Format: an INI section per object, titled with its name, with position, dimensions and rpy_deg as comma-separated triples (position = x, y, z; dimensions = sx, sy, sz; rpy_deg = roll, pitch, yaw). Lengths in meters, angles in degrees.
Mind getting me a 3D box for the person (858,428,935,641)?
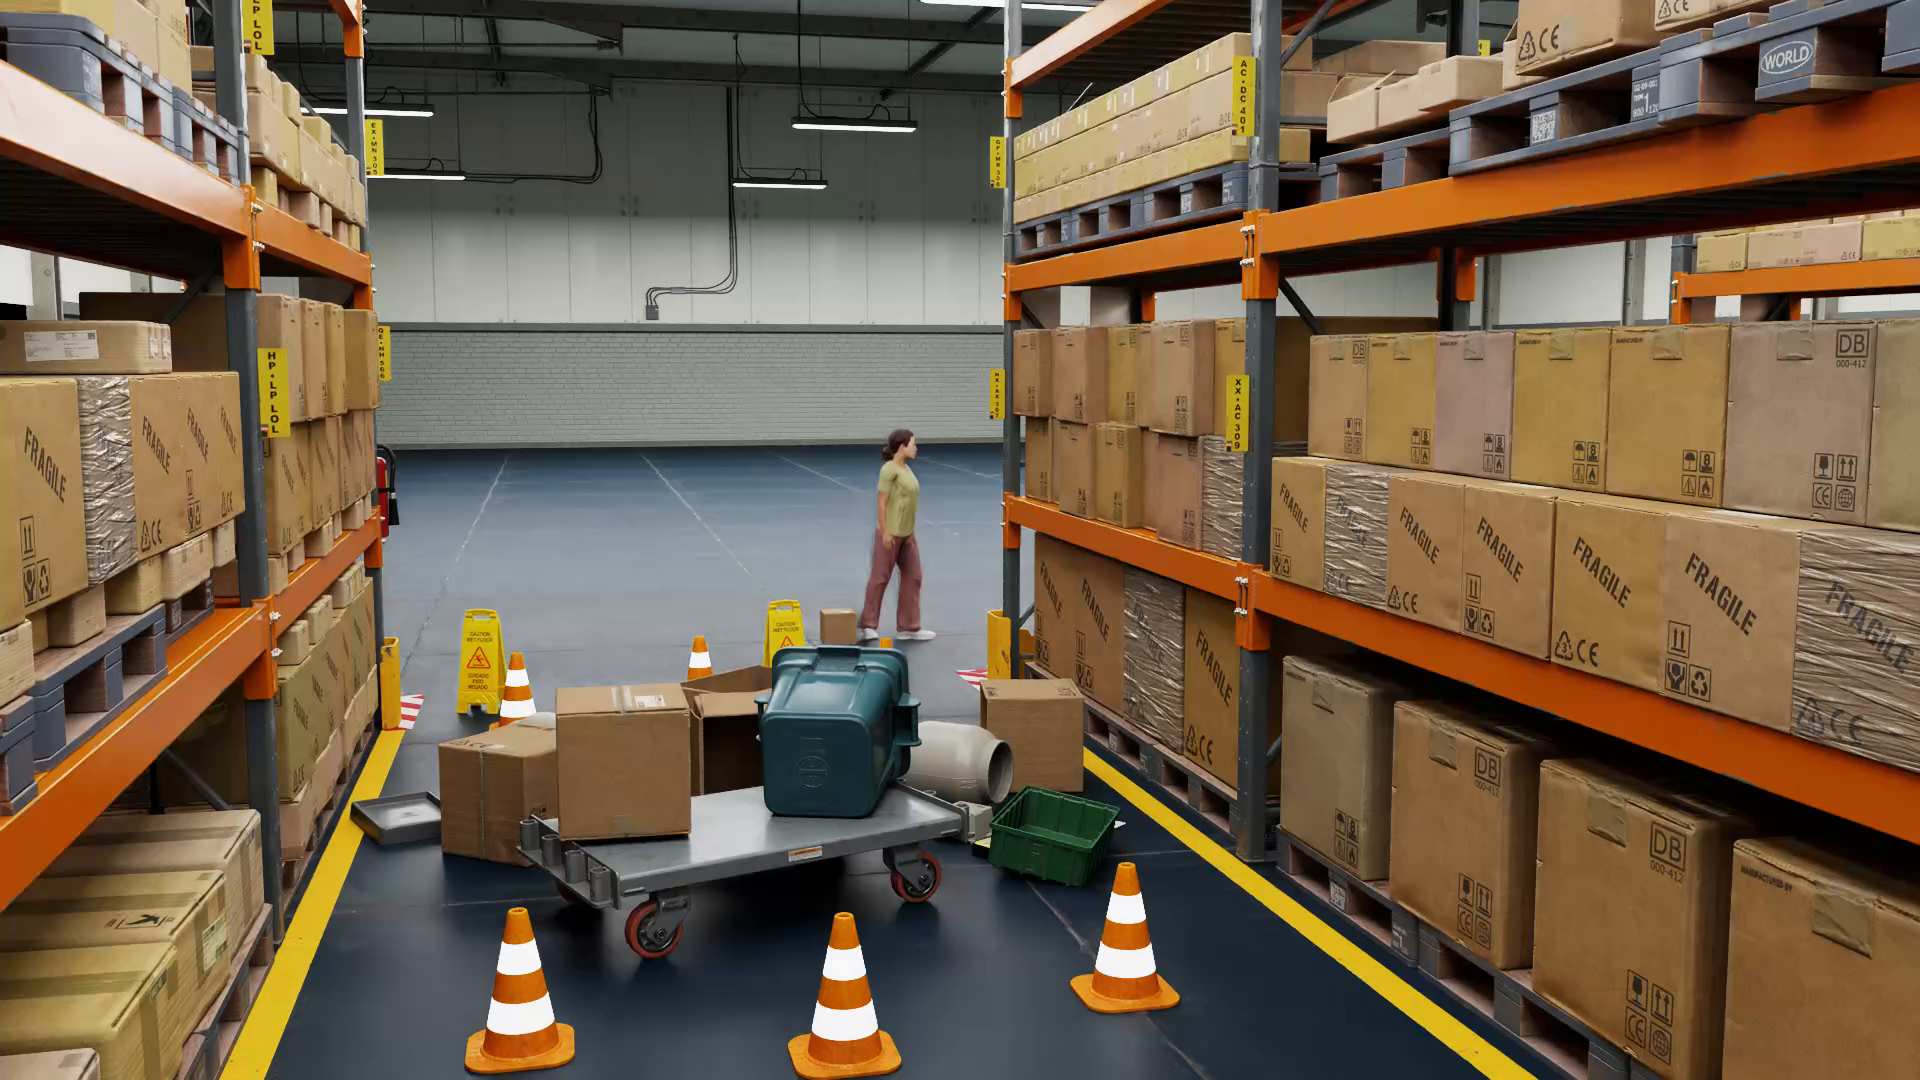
[person]
position = -0.515, -0.038, 13.006
dimensions = 0.565, 1.668, 0.481
rpy_deg = 3, 7, 26
